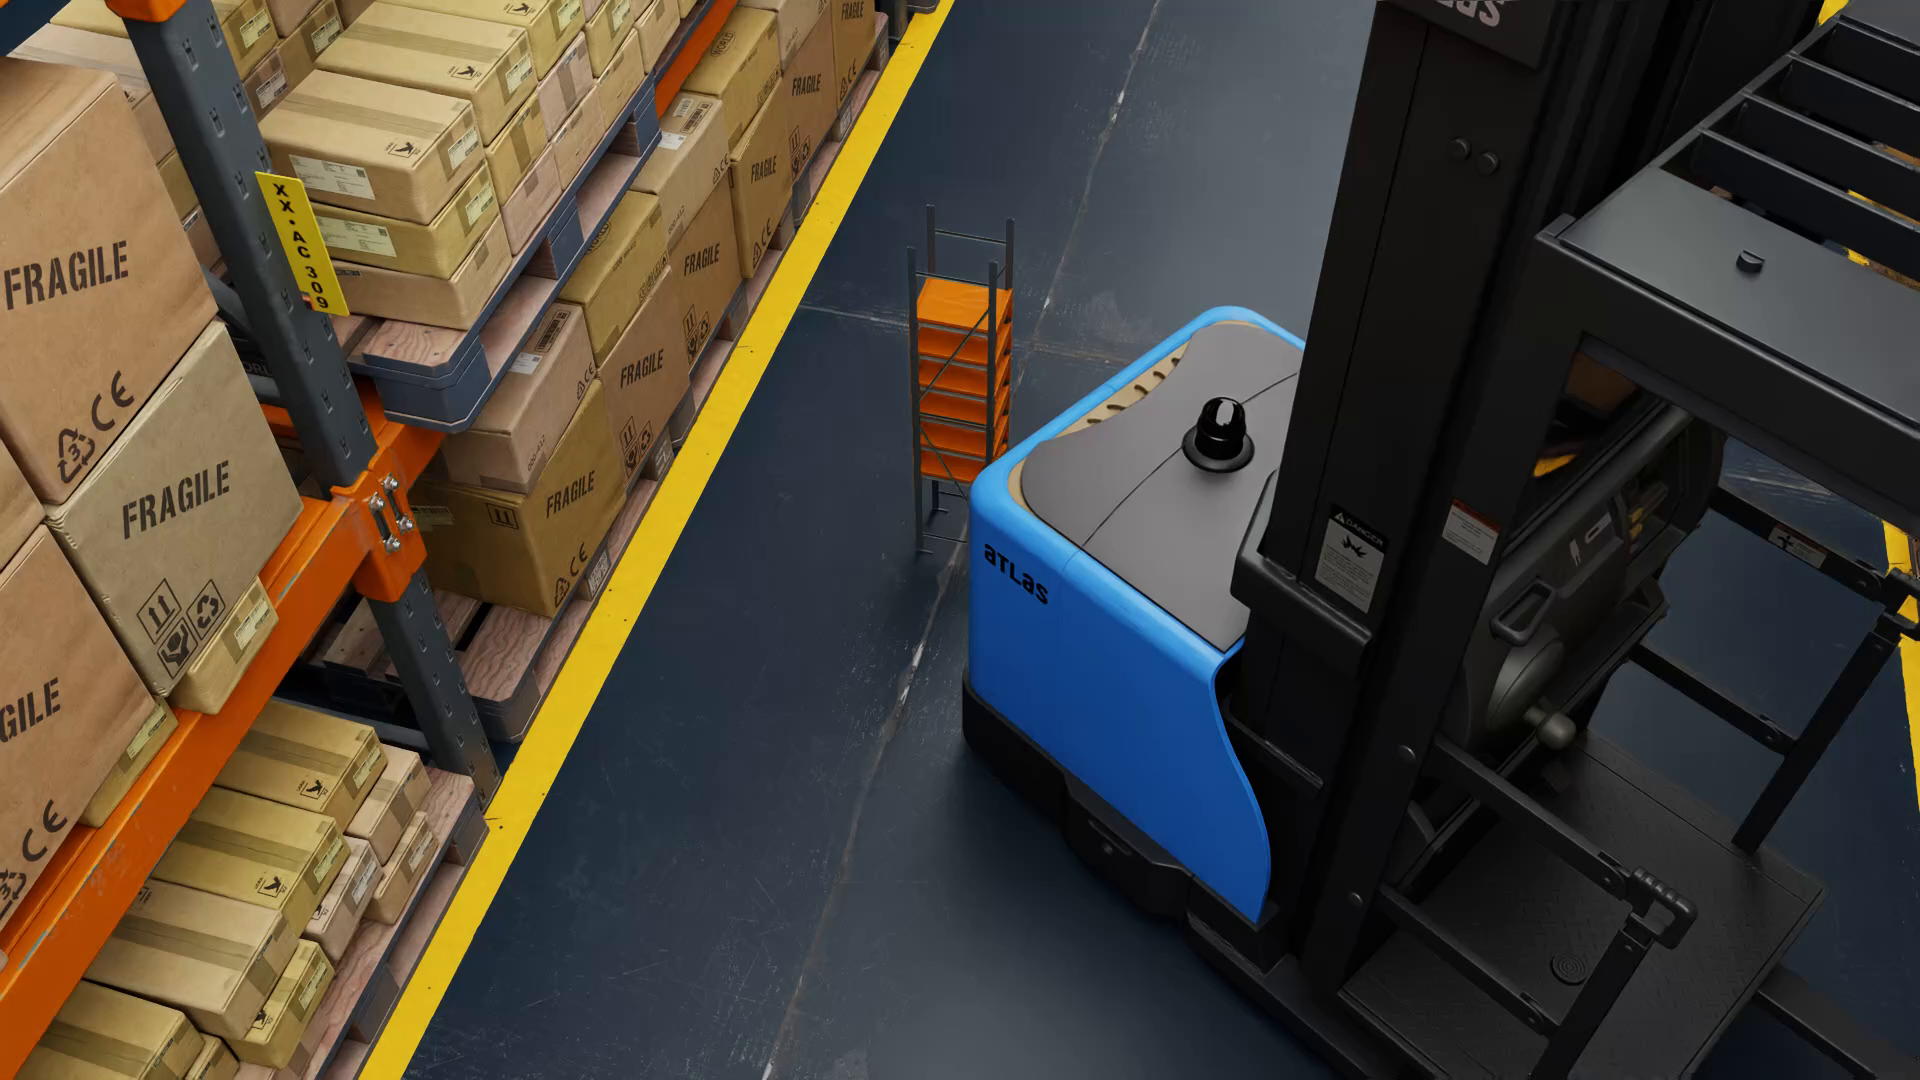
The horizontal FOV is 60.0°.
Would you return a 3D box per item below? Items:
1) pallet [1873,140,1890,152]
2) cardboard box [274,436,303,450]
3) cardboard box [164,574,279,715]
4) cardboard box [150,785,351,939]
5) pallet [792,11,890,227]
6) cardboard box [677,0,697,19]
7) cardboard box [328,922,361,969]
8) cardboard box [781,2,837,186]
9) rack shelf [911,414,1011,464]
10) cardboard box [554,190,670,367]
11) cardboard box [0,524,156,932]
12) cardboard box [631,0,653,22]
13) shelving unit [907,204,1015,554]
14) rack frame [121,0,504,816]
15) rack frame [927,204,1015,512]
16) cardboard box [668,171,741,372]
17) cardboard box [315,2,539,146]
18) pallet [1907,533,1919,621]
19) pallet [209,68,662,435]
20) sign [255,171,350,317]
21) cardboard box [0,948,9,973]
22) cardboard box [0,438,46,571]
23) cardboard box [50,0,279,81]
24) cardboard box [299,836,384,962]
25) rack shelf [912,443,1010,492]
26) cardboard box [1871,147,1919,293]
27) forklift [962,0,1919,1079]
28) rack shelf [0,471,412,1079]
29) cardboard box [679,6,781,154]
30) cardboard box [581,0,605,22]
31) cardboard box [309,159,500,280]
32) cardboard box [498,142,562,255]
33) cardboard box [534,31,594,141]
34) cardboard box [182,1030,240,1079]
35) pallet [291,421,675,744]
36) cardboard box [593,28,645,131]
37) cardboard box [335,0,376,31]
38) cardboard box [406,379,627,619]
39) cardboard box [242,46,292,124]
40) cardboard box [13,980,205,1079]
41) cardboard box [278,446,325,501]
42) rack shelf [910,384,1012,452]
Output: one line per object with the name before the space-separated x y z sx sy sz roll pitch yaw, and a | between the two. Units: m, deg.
pallet | 4.241 -1.857 6.749 1.003 0.211 1.213 12 50 10
cardboard box | -1.825 -0.522 4.597 0.500 0.250 0.500 10 49 9
cardboard box | -1.589 0.170 3.267 0.380 0.149 0.250 10 49 9
cardboard box | -1.648 0.735 3.825 0.380 0.149 0.250 12 50 11
pallet | -0.931 -1.779 6.680 1.003 0.211 1.213 12 50 10
cardboard box | -0.891 -1.569 4.522 0.380 0.149 0.250 11 49 9
cardboard box | -1.701 0.953 4.030 0.380 0.149 0.250 13 50 11
cardboard box | -0.785 -1.677 6.116 0.500 0.500 0.500 13 50 12
rack shelf | 0.004 -0.299 4.933 0.258 0.103 0.180 12 50 10
cardboard box | -1.190 -0.802 4.844 0.500 0.250 0.500 13 50 11
cardboard box | -1.770 0.276 2.741 0.500 0.500 0.500 10 49 9
cardboard box | -0.959 -1.481 4.245 0.380 0.149 0.250 13 50 12
shelving unit | 0.004 -0.407 4.809 0.258 1.200 0.189 12 50 10
rack frame | -1.777 -0.374 3.579 1.000 3.000 0.127 12 50 10
rack frame | 0.028 -0.474 4.868 0.240 1.200 0.006 12 50 10
cardboard box | -1.064 -0.932 5.459 0.500 0.500 0.500 12 50 11
cardboard box | -1.162 -1.024 3.643 0.380 0.149 0.250 13 50 11
pallet | 3.431 0.143 4.983 1.003 0.211 1.213 12 50 10
pallet | -1.435 -0.834 4.114 1.003 0.211 1.213 12 50 10
sign | -1.251 -0.559 3.165 0.100 0.325 0.005 12 50 10
cardboard box | -1.851 0.735 2.768 0.380 0.149 0.250 10 49 8
cardboard box | -1.771 -0.068 2.377 0.500 0.500 0.500 10 49 9
cardboard box | -1.790 -1.150 3.755 0.380 0.149 0.250 10 49 9
cardboard box | -1.612 0.821 3.948 0.380 0.149 0.250 9 49 8
rack shelf | 0.004 -0.219 5.023 0.258 0.103 0.180 12 50 10
cardboard box | 3.833 -1.156 5.407 1.225 0.875 0.875 9 49 8
forklift | 1.397 0.139 3.172 1.130 2.935 3.031 -36 58 -28
rack shelf | -2.303 1.311 2.572 1.077 0.370 4.000 12 50 10
cardboard box | -0.923 -1.549 5.503 0.500 0.250 0.500 13 50 11
cardboard box | -1.024 -1.389 3.966 0.380 0.149 0.250 11 49 10
cardboard box | -1.230 -0.722 3.576 0.380 0.149 0.250 12 50 11
cardboard box | -1.162 -0.826 3.865 0.380 0.149 0.250 12 50 11
cardboard box | -1.096 -1.097 3.906 0.380 0.149 0.250 13 50 11
cardboard box | -1.827 1.180 3.631 0.380 0.149 0.250 12 50 10
pallet | -1.573 -0.015 5.122 1.003 0.211 1.213 12 50 10
cardboard box | -1.026 -1.187 4.184 0.380 0.149 0.250 12 50 10
cardboard box | -1.659 -1.423 4.195 0.380 0.149 0.250 10 49 9
cardboard box | -1.327 -0.168 4.785 0.500 0.500 0.500 13 50 11
cardboard box | -1.795 -1.046 3.861 0.380 0.149 0.250 12 50 10
cardboard box | -1.851 1.089 3.513 0.380 0.149 0.250 13 50 11
cardboard box | -1.825 -0.271 4.875 0.500 0.500 0.500 11 49 9
rack shelf | 0.004 -0.378 4.843 0.258 0.103 0.180 12 50 10
